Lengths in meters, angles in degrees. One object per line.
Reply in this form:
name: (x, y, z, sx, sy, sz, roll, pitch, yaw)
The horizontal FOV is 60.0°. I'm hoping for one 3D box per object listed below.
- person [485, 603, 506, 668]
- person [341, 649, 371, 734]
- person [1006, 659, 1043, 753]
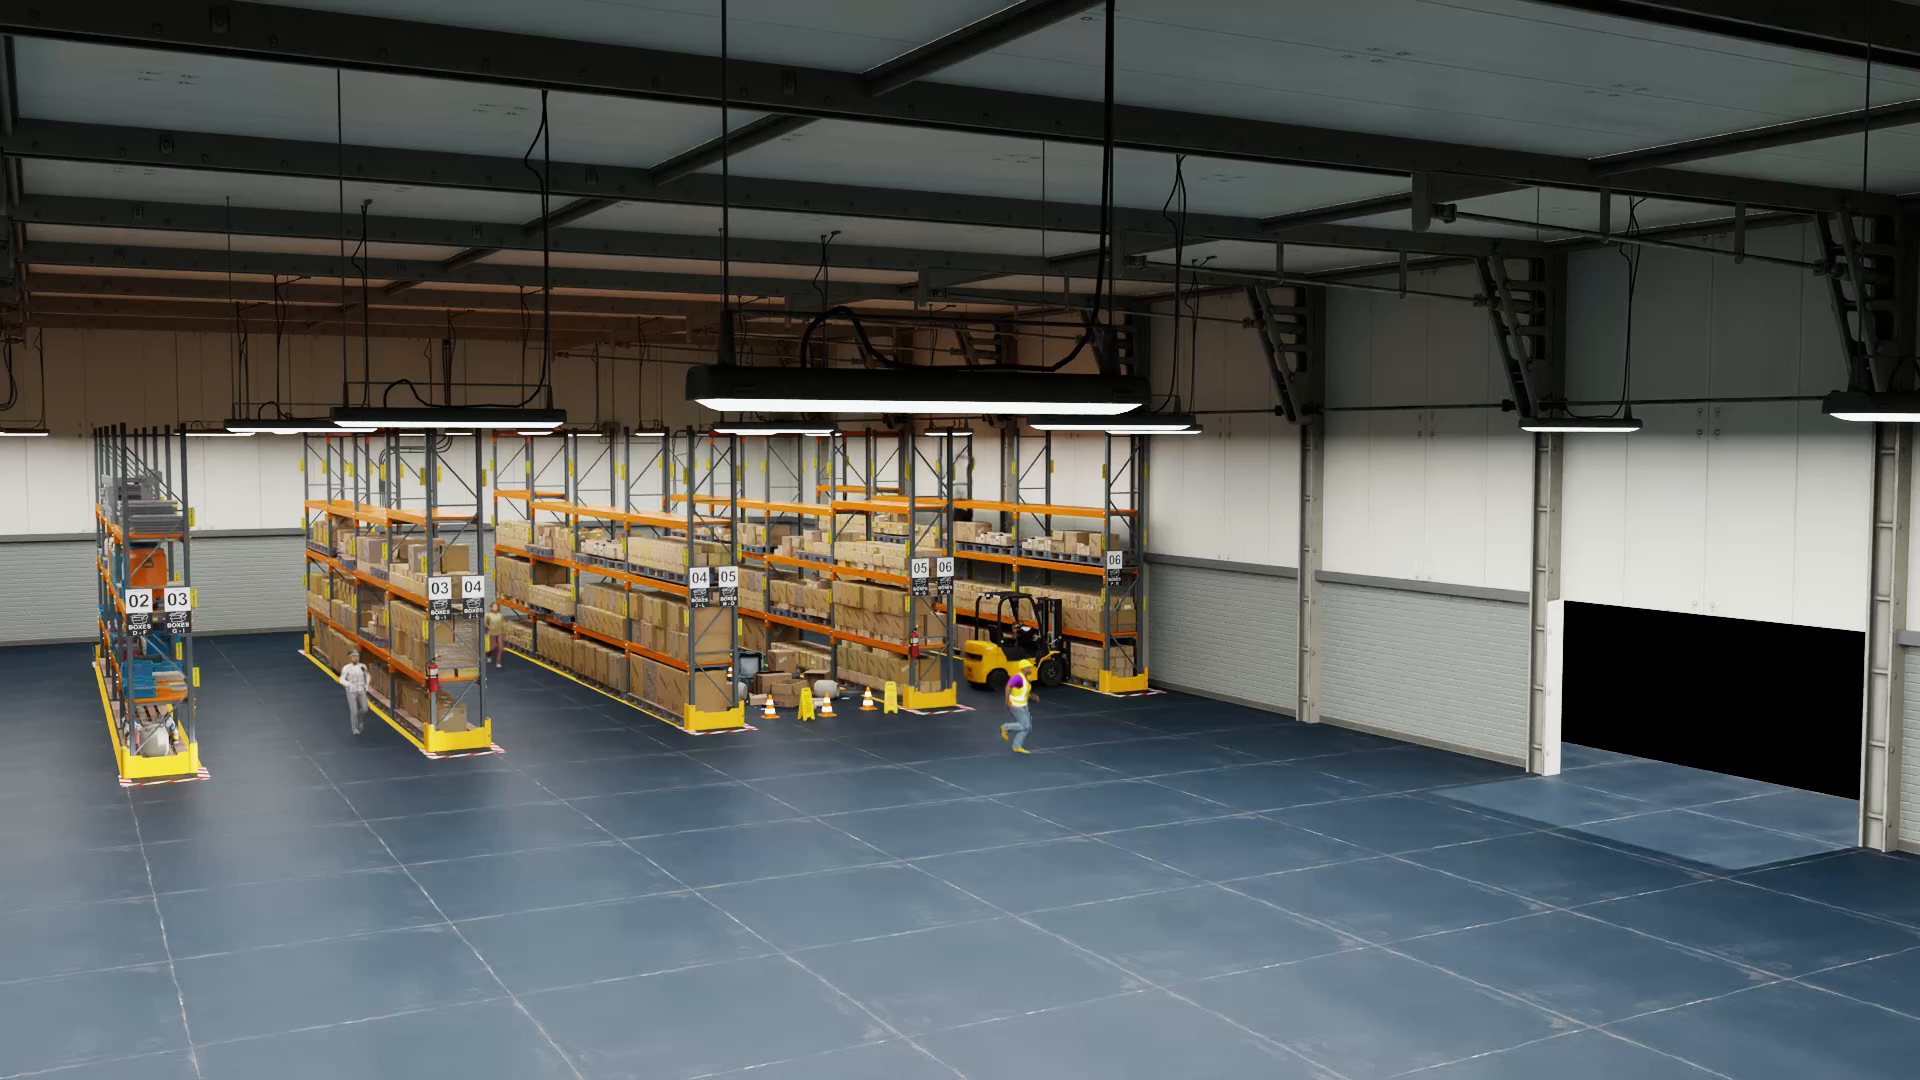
person: (-11.658, 2.381, 41.767, 0.584, 1.621, 0.673, -2, 4, -33)
person: (-11.636, 2.933, 32.141, 0.599, 1.656, 0.557, -2, 4, -33)
person: (1.179, 3.037, 30.380, 0.642, 1.709, 0.748, 1, 4, 23)
